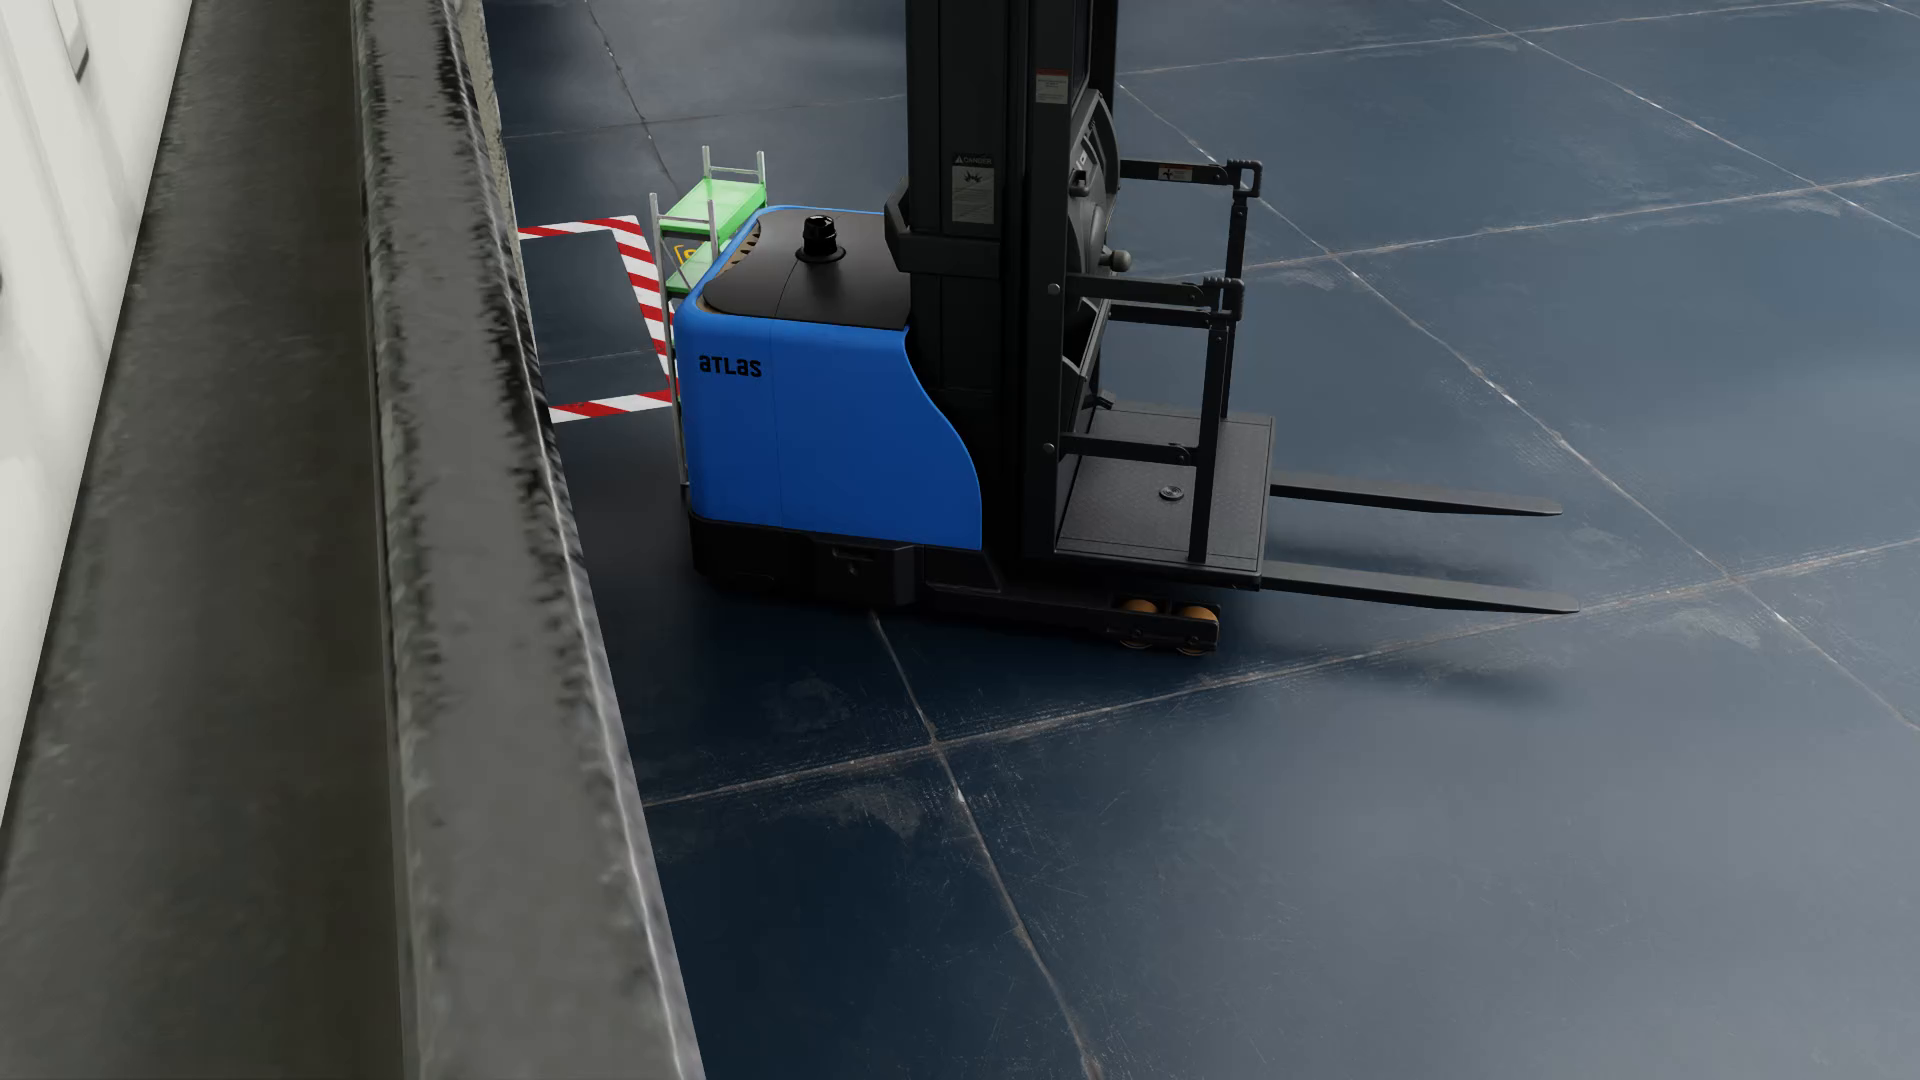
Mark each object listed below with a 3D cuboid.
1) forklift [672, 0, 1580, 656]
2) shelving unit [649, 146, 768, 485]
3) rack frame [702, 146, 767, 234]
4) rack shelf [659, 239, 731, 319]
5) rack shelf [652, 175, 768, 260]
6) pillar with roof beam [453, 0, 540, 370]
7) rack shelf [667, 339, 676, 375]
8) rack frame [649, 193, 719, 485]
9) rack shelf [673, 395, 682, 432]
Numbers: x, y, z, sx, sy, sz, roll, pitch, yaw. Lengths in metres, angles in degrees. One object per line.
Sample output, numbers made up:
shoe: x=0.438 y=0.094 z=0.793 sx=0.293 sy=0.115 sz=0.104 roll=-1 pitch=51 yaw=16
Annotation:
forklift: x=0.617 y=-1.153 z=5.289 sx=3.031 sy=2.935 sz=1.130 roll=6 pitch=34 yaw=10
shelving unit: x=-0.917 y=-0.837 z=6.381 sx=0.258 sy=1.200 sz=0.503 roll=8 pitch=34 yaw=12
rack frame: x=-0.854 y=-0.967 z=6.578 sx=0.240 sy=1.200 sz=0.015 roll=8 pitch=34 yaw=12
rack shelf: x=-0.917 y=-0.984 z=6.284 sx=0.258 sy=0.148 sz=0.480 roll=8 pitch=34 yaw=12
rack shelf: x=-0.917 y=-1.184 z=6.152 sx=0.258 sy=0.148 sz=0.480 roll=8 pitch=34 yaw=12
pillar with roof beam: x=2.897 y=-3.635 z=3.543 sx=9.100 sy=9.000 sz=0.400 roll=-10 pitch=35 yaw=-15
rack shelf: x=-0.917 y=-0.783 z=6.417 sx=0.258 sy=0.148 sz=0.480 roll=8 pitch=34 yaw=12
rack frame: x=-0.980 y=-0.707 z=6.185 sx=0.240 sy=1.200 sz=0.015 roll=8 pitch=34 yaw=12
rack shelf: x=-0.917 y=-0.583 z=6.549 sx=0.258 sy=0.148 sz=0.480 roll=8 pitch=34 yaw=12
